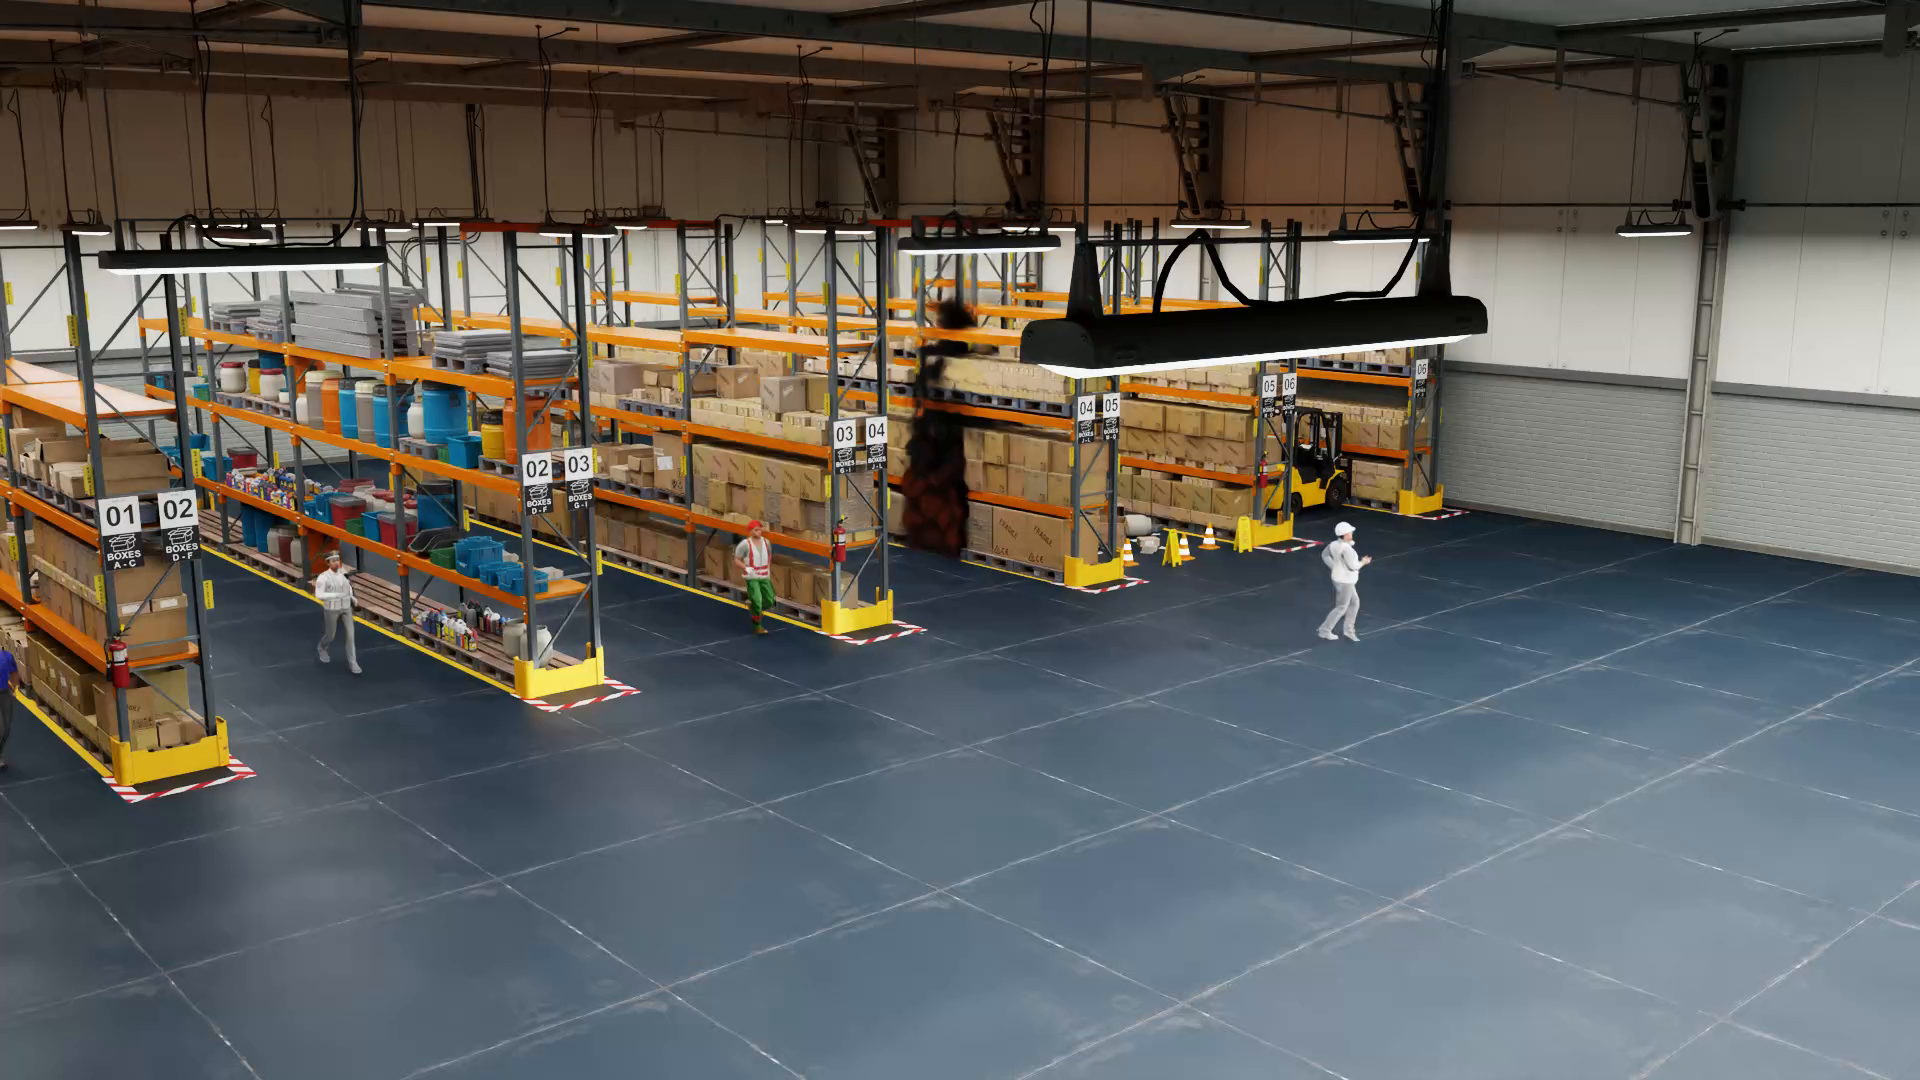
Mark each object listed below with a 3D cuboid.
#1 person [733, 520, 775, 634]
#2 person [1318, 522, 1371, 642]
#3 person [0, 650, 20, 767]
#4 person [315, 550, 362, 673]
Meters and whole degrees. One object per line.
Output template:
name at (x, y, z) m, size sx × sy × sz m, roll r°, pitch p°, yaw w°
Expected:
person at (-3.044, 0.556, 24.747) m, size 0.660 × 1.746 × 0.618 m, roll -9°, pitch 14°, yaw -37°
person at (5.593, 0.639, 24.230) m, size 0.729 × 1.831 × 0.639 m, roll -1°, pitch 11°, yaw -3°
person at (-10.866, 1.811, 18.733) m, size 0.723 × 1.613 × 0.538 m, roll 8°, pitch 14°, yaw 36°
person at (-8.541, 0.950, 22.812) m, size 0.928 × 1.674 × 0.615 m, roll 11°, pitch 16°, yaw 42°
